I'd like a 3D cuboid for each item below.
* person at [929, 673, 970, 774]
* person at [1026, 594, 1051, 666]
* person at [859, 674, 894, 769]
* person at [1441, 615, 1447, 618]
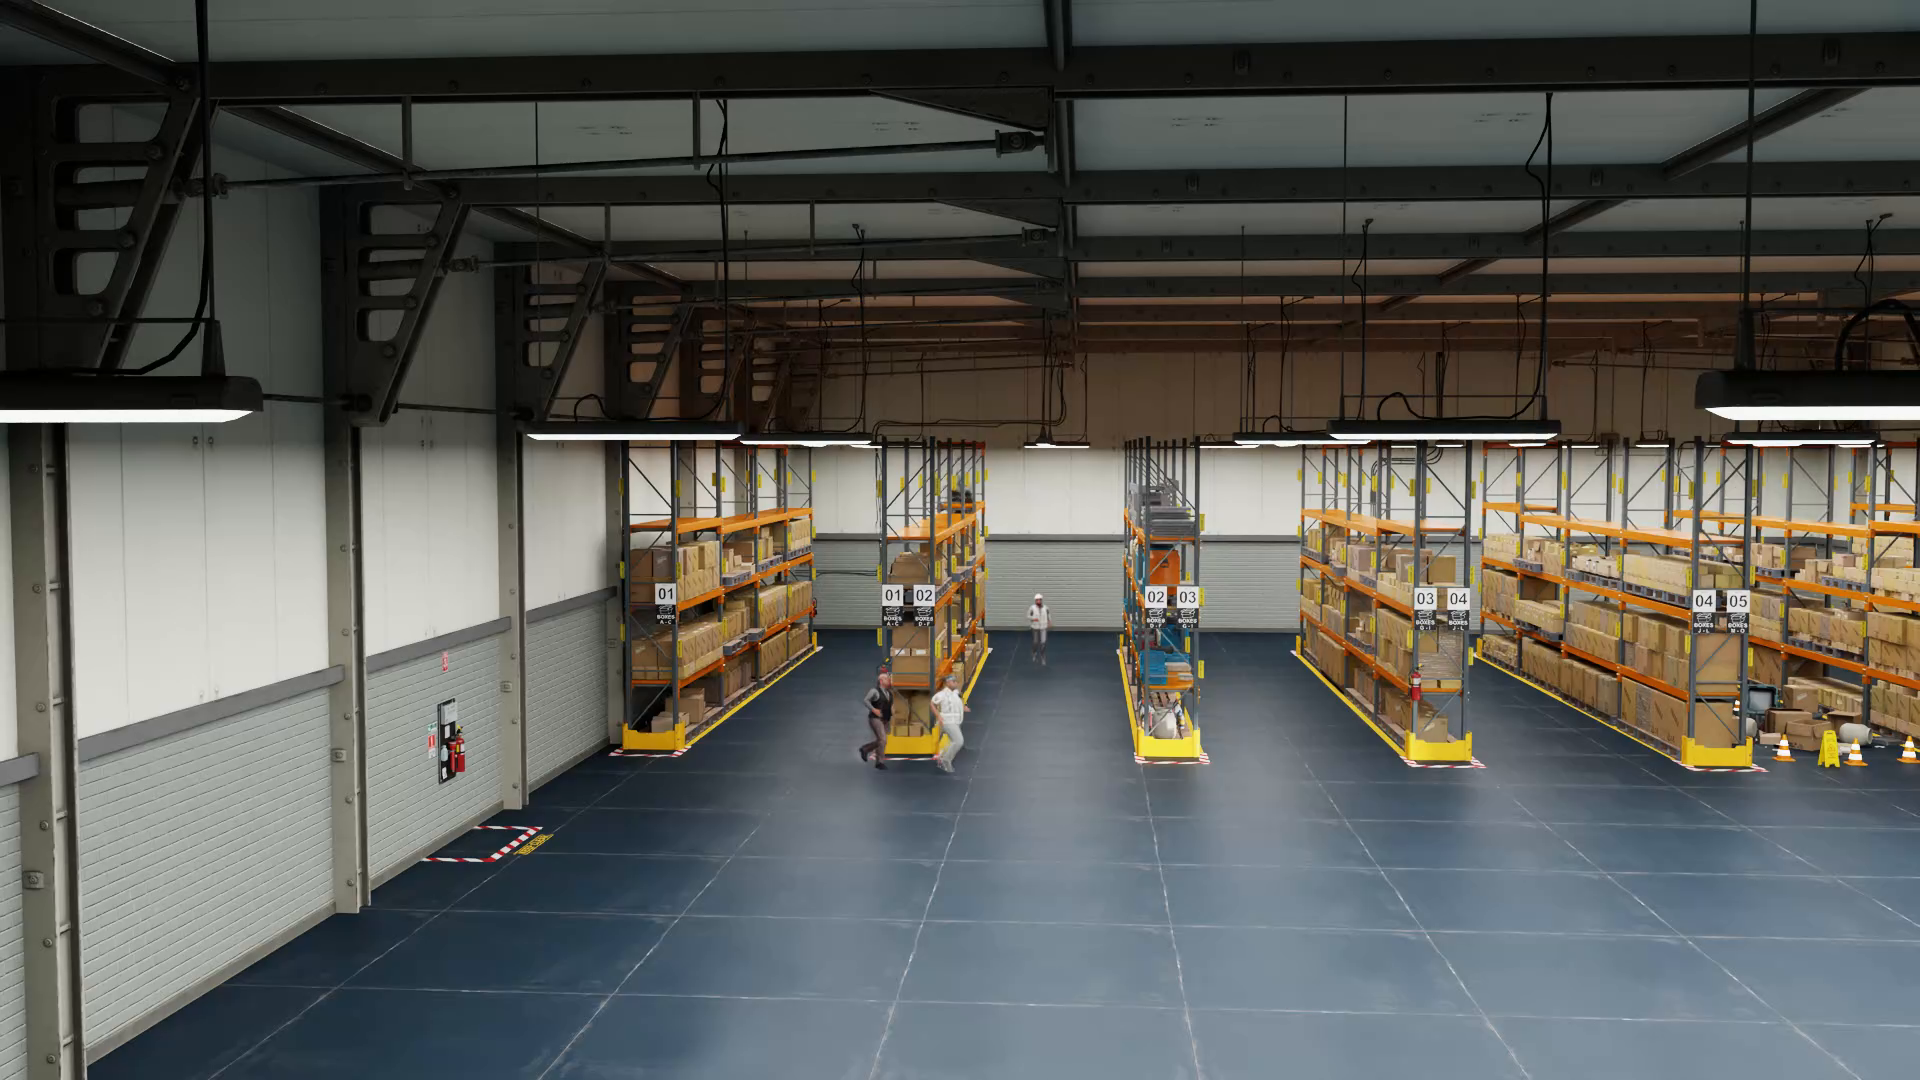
[{"bbox_3d":[-0.133,3.262,29.568,0.703,1.795,0.641,2,3,29],"label":"person"},{"bbox_3d":[2.037,2.307,42.993,0.672,1.839,0.756,0,3,-6],"label":"person"},{"bbox_3d":[-1.471,3.284,30.263,0.766,1.684,0.698,3,4,41],"label":"person"},{"bbox_3d":[13.129,2.535,45.076,0.574,1.552,0.464,0,3,9],"label":"person"}]
